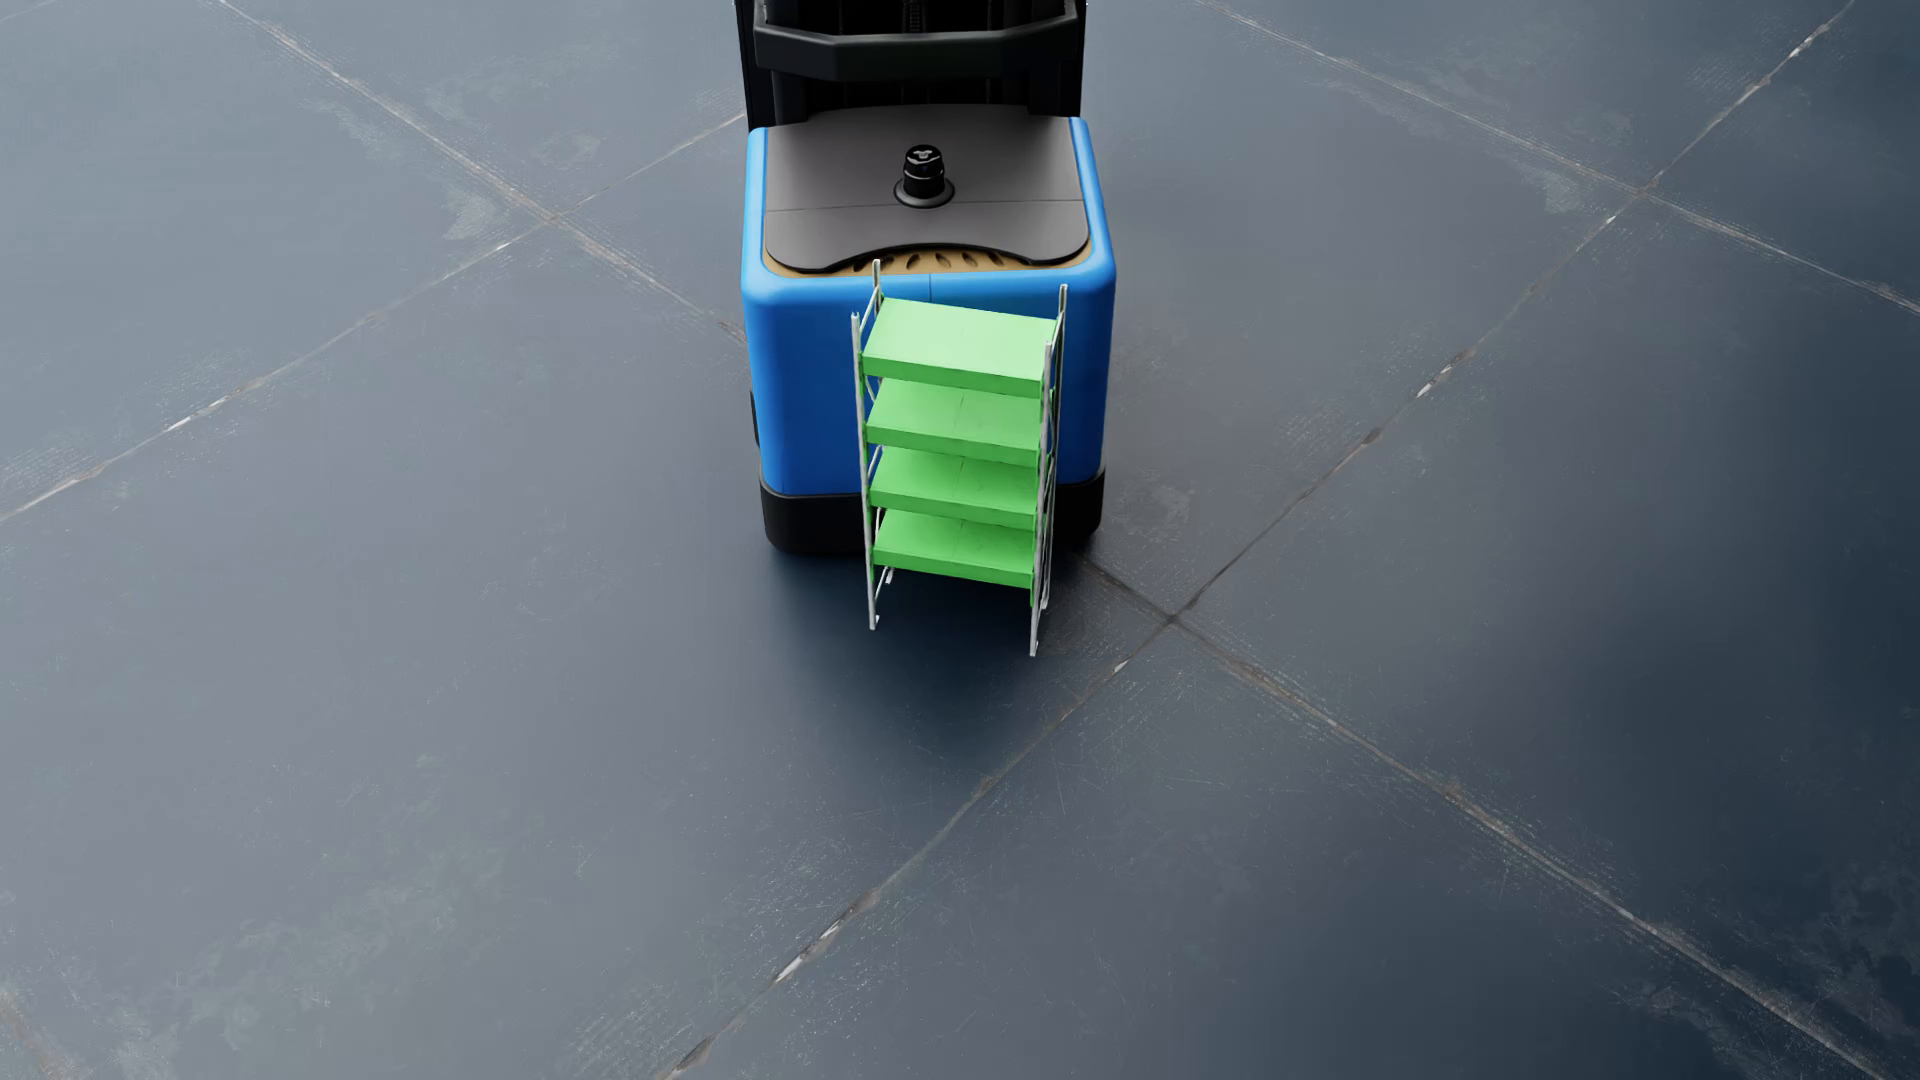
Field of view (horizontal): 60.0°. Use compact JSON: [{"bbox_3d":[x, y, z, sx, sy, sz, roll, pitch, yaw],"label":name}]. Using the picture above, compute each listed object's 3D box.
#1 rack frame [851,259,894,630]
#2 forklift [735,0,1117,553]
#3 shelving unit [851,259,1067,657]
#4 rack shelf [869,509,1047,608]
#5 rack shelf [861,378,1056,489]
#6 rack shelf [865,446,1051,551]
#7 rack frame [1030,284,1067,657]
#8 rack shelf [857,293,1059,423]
[{"bbox_3d":[-0.238,-0.226,4.639,0.015,1.200,0.240,9,47,8],"label":"rack frame"},{"bbox_3d":[-0.166,-2.034,5.149,1.130,2.935,3.031,-3,47,-2],"label":"forklift"},{"bbox_3d":[0.001,-0.189,4.604,0.503,1.200,0.258,9,47,8],"label":"shelving unit"},{"bbox_3d":[0.001,0.019,4.826,0.480,0.148,0.258,9,47,8],"label":"rack shelf"},{"bbox_3d":[0.001,-0.309,4.476,0.480,0.148,0.258,9,47,8],"label":"rack shelf"},{"bbox_3d":[0.001,-0.145,4.651,0.480,0.148,0.258,9,47,8],"label":"rack shelf"},{"bbox_3d":[0.240,-0.152,4.569,0.015,1.200,0.240,9,47,8],"label":"rack frame"},{"bbox_3d":[0.001,-0.474,4.301,0.480,0.148,0.258,9,47,8],"label":"rack shelf"}]
